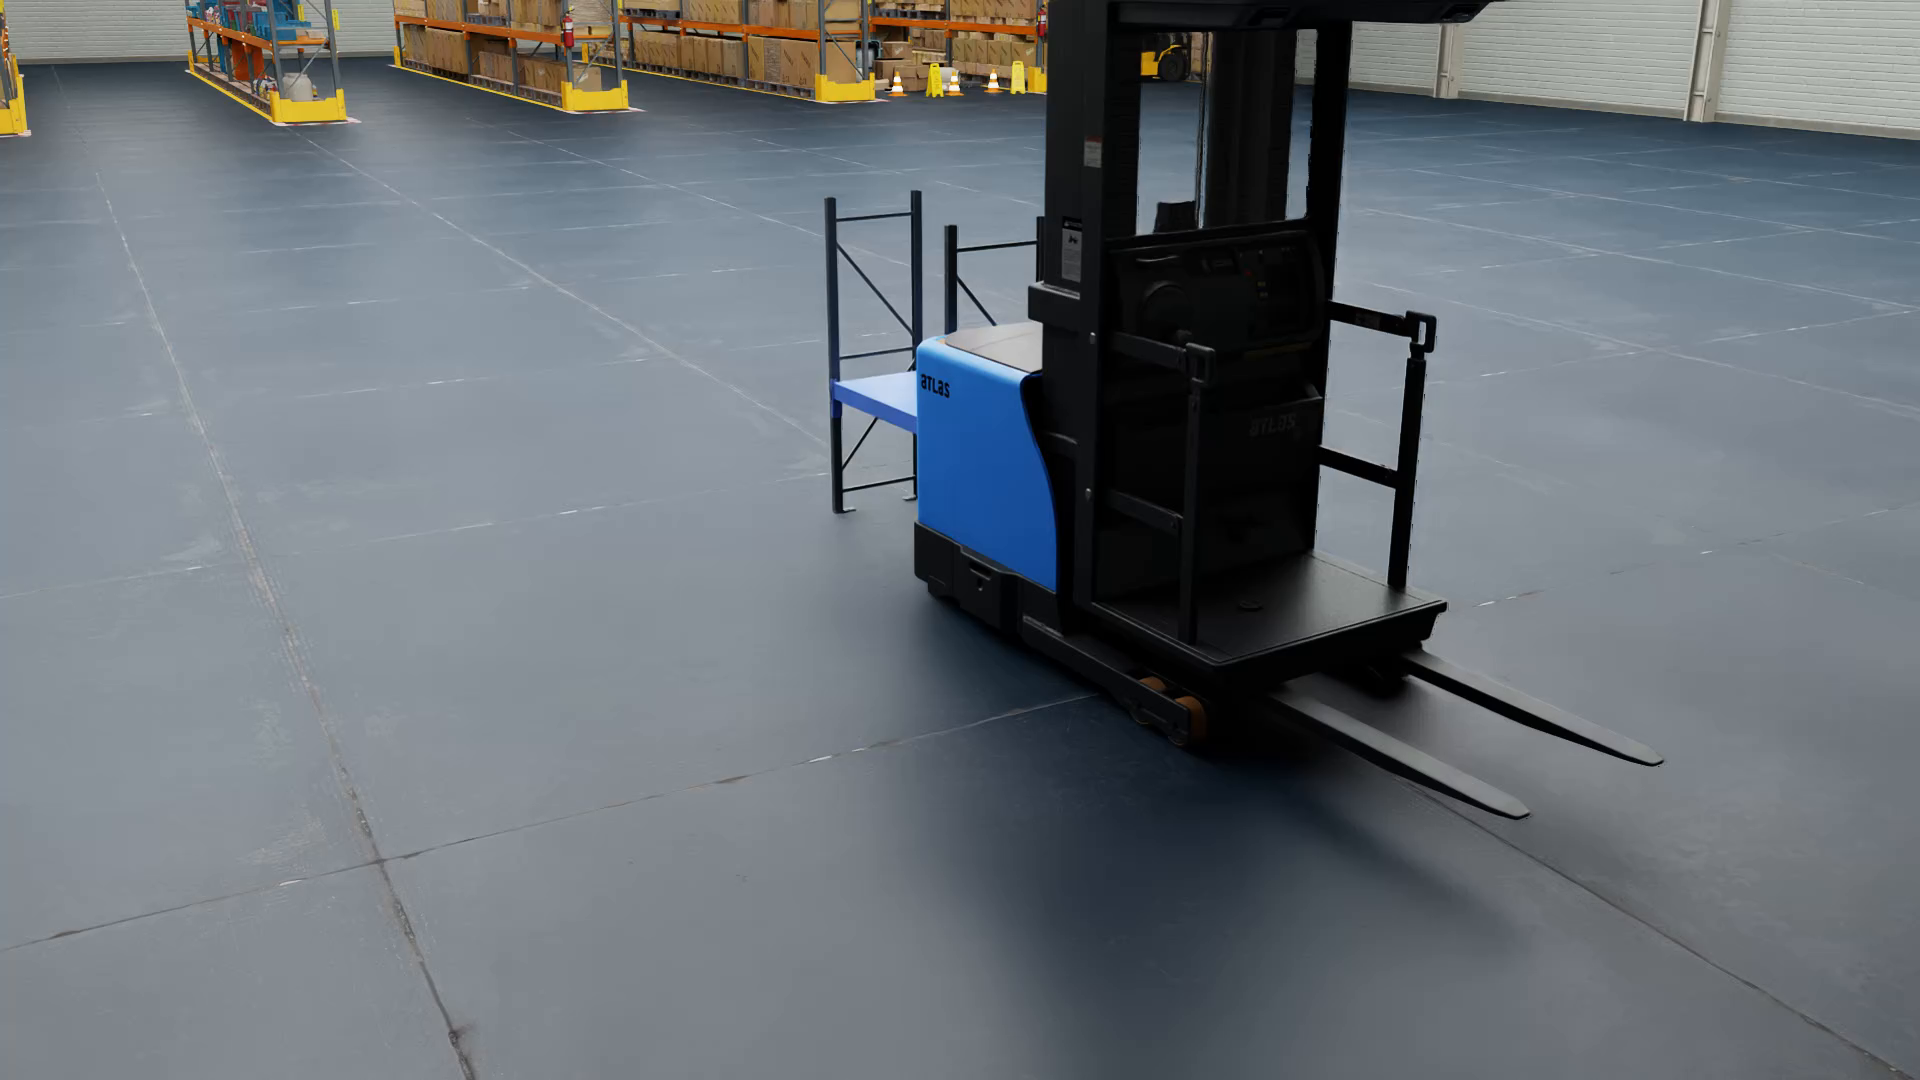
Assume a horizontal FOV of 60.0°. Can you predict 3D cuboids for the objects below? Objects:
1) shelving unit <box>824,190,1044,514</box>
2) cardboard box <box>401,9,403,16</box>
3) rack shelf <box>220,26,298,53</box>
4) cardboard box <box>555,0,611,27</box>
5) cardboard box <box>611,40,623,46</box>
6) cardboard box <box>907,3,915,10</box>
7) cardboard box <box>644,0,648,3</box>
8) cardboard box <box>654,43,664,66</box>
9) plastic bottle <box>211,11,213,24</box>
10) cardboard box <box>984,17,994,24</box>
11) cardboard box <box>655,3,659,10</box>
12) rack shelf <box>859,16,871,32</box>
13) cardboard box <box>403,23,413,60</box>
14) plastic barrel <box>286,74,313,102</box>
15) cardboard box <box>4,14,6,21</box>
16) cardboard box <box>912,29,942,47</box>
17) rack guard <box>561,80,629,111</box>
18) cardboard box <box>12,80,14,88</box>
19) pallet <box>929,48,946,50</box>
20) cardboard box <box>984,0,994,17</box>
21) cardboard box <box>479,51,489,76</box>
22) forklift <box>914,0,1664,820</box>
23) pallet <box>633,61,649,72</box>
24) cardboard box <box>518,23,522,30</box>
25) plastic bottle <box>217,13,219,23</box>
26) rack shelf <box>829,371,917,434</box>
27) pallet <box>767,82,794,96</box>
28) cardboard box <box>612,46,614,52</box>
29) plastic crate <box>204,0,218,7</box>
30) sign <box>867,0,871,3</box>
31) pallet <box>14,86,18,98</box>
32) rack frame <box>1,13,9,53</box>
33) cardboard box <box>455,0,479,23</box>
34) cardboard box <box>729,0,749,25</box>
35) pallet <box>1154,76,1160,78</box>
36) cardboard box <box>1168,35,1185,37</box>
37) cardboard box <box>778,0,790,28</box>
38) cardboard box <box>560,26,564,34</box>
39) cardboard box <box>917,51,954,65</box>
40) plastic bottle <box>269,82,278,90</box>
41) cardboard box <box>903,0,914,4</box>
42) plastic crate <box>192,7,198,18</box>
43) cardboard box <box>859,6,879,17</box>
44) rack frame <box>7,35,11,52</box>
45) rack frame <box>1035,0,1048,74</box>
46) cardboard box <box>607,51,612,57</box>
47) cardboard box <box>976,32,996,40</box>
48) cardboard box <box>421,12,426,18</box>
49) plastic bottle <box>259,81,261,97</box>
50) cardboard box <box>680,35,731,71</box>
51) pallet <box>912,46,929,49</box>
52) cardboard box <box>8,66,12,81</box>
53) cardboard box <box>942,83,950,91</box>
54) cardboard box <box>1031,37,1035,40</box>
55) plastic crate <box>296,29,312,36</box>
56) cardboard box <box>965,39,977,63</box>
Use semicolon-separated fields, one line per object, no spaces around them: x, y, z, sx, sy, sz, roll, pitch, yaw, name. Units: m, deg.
-0.121;-0.744;7.489;0.538;1.500;1.048;-12;22;-31;shelving unit
-14.029;-13.445;42.382;0.380;0.149;0.250;-10;22;-27;cardboard box
-13.887;-9.961;33.002;1.077;0.370;4.000;-10;21;-27;rack shelf
-6.916;-9.695;30.521;0.875;0.500;0.500;-10;21;-27;cardboard box
-8.908;-13.011;43.554;0.380;0.149;0.250;-11;22;-29;cardboard box
-1.041;-12.663;39.472;0.380;0.149;0.250;-9;21;-25;cardboard box
-7.438;-13.117;40.331;0.380;0.149;0.250;-10;22;-28;cardboard box
-7.116;-11.845;40.549;0.500;0.500;0.500;-11;22;-29;cardboard box
-16.271;-11.400;36.269;0.097;0.271;0.097;0;19;0;plastic bottle
0.754;-11.333;36.262;0.380;0.149;0.250;-10;21;-27;cardboard box
-7.058;-12.749;39.721;0.380;0.149;0.250;-10;22;-27;cardboard box
-2.706;-13.411;43.001;1.077;0.370;4.000;-10;21;-27;rack shelf
-13.903;-12.961;43.208;0.875;0.875;0.875;-10;21;-27;cardboard box
-11.418;-7.778;28.743;0.421;0.512;0.421;0;19;0;plastic barrel
-21.824;-11.929;37.450;0.500;0.500;0.500;-10;22;-27;cardboard box
-0.982;-15.072;49.894;0.797;0.503;0.637;-11;22;-29;cardboard box
-6.715;-8.186;30.587;1.175;0.500;0.348;-10;21;-27;rack guard
-18.734;-8.894;32.380;0.500;0.250;0.500;-9;21;-25;cardboard box
-0.198;-14.325;48.822;1.003;0.211;1.213;-10;21;-27;pallet
0.850;-11.618;36.094;0.500;0.500;0.500;-10;21;-26;cardboard box
-10.142;-10.479;36.559;0.700;0.500;0.500;-11;22;-30;cardboard box
1.028;-0.865;5.646;1.130;2.935;3.031;-12;22;-31;forklift
-7.593;-11.988;42.049;1.003;0.211;1.213;-10;21;-27;pallet
-8.491;-10.125;32.761;0.380;0.149;0.250;-10;21;-27;cardboard box
-15.645;-11.022;35.172;0.097;0.271;0.097;0;19;0;plastic bottle
-0.121;-0.574;7.547;0.538;0.185;1.000;-12;22;-31;rack shelf
-3.290;-9.334;34.357;1.003;0.211;1.213;-10;21;-27;pallet
-8.956;-12.949;43.831;0.380;0.149;0.250;-11;22;-29;cardboard box
-18.312;-13.149;40.993;0.616;0.435;0.499;-10;21;-27;plastic crate
-1.775;-10.616;32.348;0.100;0.325;0.005;-10;21;-27;sign
-19.519;-9.011;33.421;1.003;0.211;1.213;-10;21;-27;pallet
-21.097;-11.257;35.655;1.000;3.000;0.127;-10;21;-27;rack frame
-10.930;-11.793;37.054;0.500;0.500;0.500;-9;21;-25;cardboard box
-4.649;-11.389;35.884;0.500;0.500;0.500;-10;21;-27;cardboard box
4.850;-11.246;39.898;1.003;0.211;1.213;-10;21;-27;pallet
4.943;-11.693;38.958;0.500;0.250;0.500;-9;21;-25;cardboard box
-3.206;-10.736;33.915;0.875;0.550;0.500;-10;21;-27;cardboard box
-7.114;-9.348;30.510;0.380;0.149;0.250;-10;21;-27;cardboard box
-0.453;-11.341;39.284;0.950;0.372;0.625;-9;21;-23;cardboard box
-12.510;-8.205;30.312;0.152;0.276;0.135;-10;21;-27;plastic bottle
-1.004;-12.954;39.320;0.500;0.500;0.500;-11;22;-29;cardboard box
-18.041;-12.535;39.523;0.416;0.233;0.300;-10;21;-27;plastic crate
-2.225;-13.211;41.549;0.500;0.250;0.500;-11;22;-29;cardboard box
-22.997;-12.405;38.983;1.000;3.000;0.127;-10;21;-27;rack frame
2.042;-10.880;34.565;1.000;3.000;0.127;-10;21;-27;rack frame
-9.150;-12.887;44.105;0.380;0.149;0.250;-10;21;-27;cardboard box
0.568;-11.108;36.652;0.380;0.149;0.250;-9;21;-24;cardboard box
-12.811;-12.708;40.247;0.380;0.149;0.250;-10;21;-26;cardboard box
-12.788;-8.246;30.421;0.061;0.283;0.133;-9;21;-24;plastic bottle
-5.855;-11.328;38.665;1.050;0.750;0.750;-10;22;-27;cardboard box
-0.773;-14.675;49.835;1.003;0.211;1.213;-10;21;-27;pallet
-17.756;-8.574;30.593;0.500;0.311;0.500;-11;22;-28;cardboard box
-0.358;-9.596;35.213;0.380;0.149;0.250;1;19;2;cardboard box
2.220;-13.052;44.046;0.500;0.500;0.500;-9;21;-25;cardboard box
-11.944;-9.175;30.026;0.530;0.136;0.437;-10;21;-27;plastic crate
0.450;-10.919;37.098;0.500;0.500;0.500;-9;21;-24;cardboard box
